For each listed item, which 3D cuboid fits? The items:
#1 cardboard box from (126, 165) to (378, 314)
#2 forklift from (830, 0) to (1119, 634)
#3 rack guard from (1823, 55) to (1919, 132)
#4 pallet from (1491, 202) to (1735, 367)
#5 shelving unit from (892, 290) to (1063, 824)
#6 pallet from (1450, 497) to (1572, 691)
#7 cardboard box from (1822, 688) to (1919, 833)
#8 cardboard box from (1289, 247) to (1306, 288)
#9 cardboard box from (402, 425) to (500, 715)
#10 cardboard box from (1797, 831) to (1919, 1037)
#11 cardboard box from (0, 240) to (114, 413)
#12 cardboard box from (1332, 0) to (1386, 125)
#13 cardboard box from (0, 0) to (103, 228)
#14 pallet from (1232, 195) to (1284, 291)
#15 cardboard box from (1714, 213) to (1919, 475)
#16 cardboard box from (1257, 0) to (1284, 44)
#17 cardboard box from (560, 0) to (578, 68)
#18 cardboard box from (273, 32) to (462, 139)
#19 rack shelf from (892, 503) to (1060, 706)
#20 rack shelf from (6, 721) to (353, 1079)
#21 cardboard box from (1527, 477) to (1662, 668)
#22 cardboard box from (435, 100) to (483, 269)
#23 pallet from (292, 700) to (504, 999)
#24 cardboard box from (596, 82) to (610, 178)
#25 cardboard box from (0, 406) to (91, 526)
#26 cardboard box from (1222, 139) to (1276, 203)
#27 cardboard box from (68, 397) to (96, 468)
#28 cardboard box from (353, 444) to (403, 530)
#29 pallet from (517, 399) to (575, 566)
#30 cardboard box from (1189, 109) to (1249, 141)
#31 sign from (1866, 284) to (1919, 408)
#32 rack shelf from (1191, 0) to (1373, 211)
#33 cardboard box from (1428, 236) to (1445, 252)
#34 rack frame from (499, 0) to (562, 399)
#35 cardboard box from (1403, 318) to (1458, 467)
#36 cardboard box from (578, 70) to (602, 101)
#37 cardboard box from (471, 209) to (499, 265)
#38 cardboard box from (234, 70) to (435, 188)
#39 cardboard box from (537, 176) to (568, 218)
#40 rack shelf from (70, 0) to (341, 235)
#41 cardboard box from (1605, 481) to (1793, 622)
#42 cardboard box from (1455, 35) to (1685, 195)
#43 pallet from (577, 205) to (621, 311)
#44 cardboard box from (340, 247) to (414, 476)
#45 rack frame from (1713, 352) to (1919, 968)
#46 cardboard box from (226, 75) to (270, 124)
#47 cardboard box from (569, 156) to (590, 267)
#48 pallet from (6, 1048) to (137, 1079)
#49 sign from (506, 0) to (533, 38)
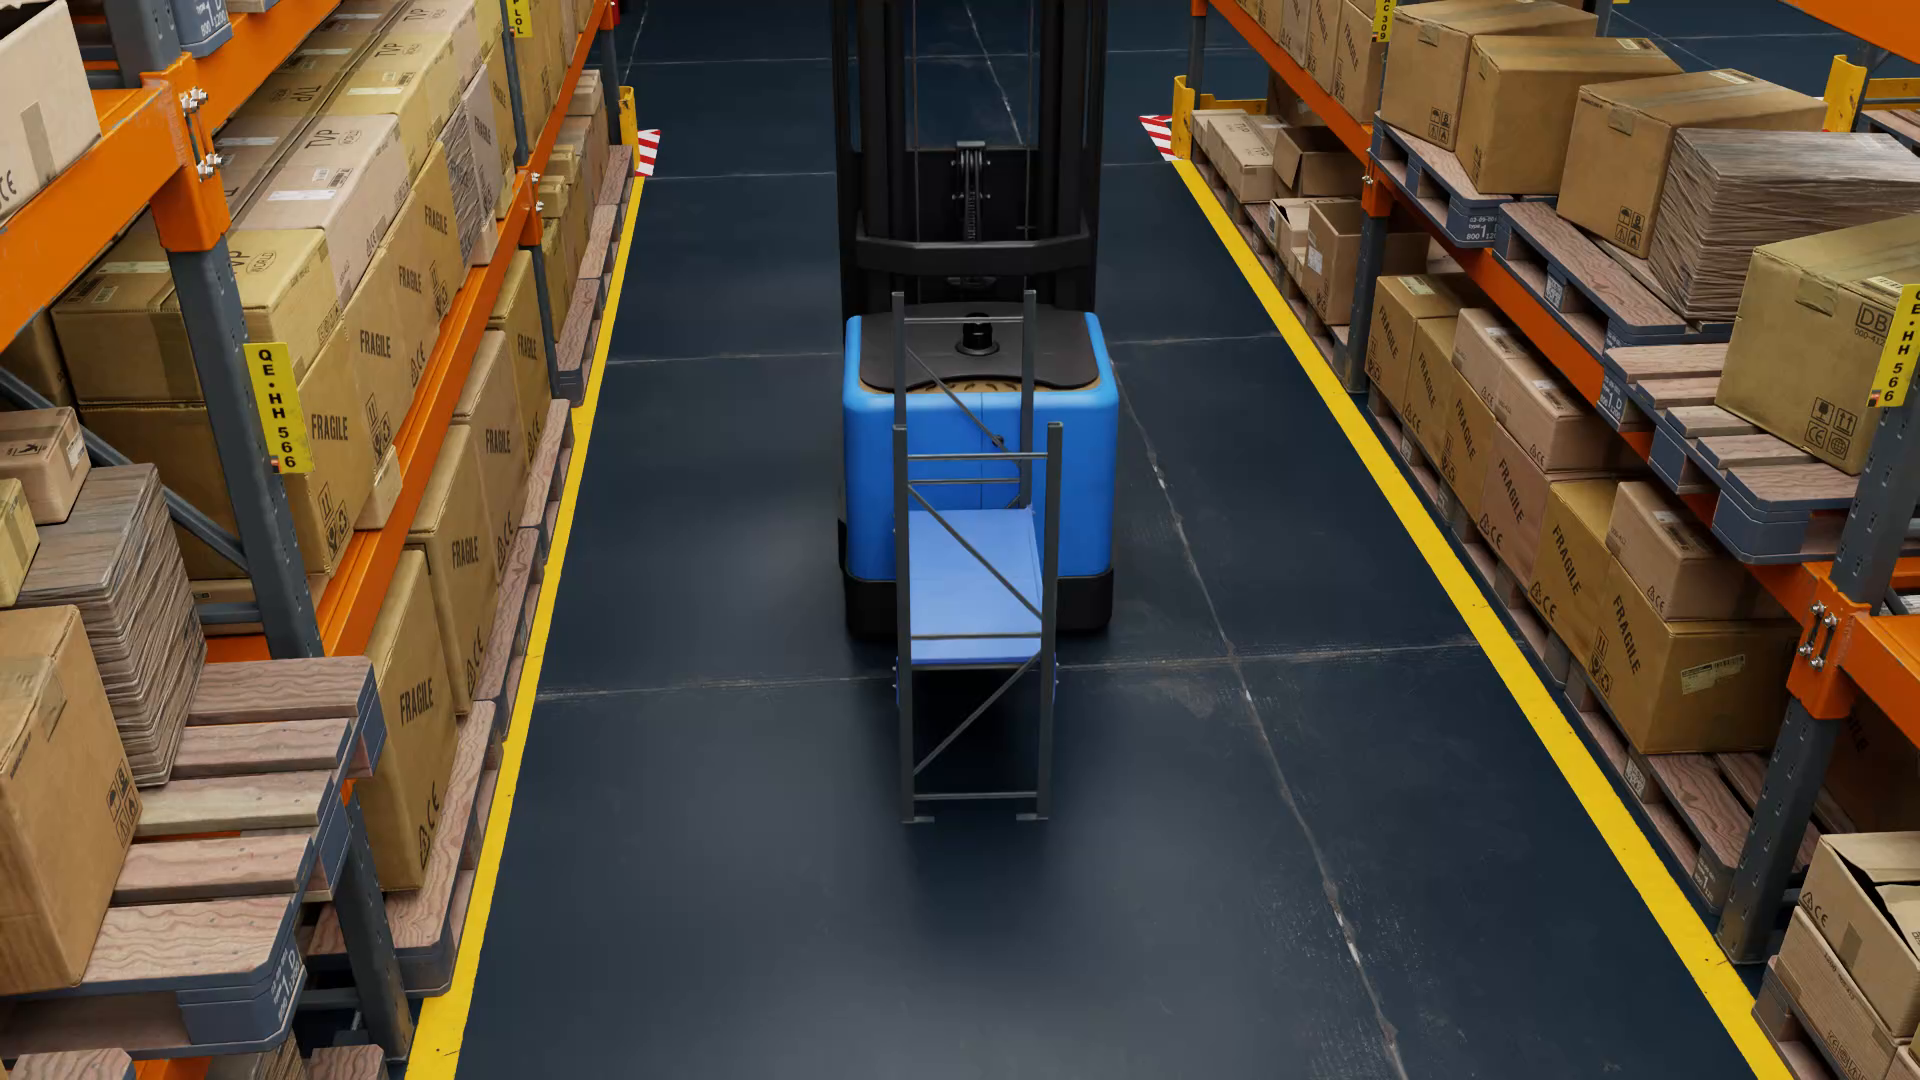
[{"bbox_3d":[-1.920,-0.821,4.561,0.500,0.250,0.500,-3,31,-5],"label":"cardboard box"},{"bbox_3d":[0.025,-1.614,7.094,1.130,2.935,3.031,-1,31,-2],"label":"forklift"},{"bbox_3d":[7.017,-3.299,12.286,1.175,0.500,0.348,-3,31,-5],"label":"rack guard"},{"bbox_3d":[2.662,-0.951,6.104,1.003,0.211,1.213,-3,31,-5],"label":"pallet"},{"bbox_3d":[0.033,0.047,5.709,0.538,1.500,1.048,-1,31,-2],"label":"shelving unit"},{"bbox_3d":[2.705,0.152,6.790,1.003,0.211,1.213,-3,31,-5],"label":"pallet"},{"bbox_3d":[3.090,0.597,5.333,0.500,0.500,0.500,-1,31,-2],"label":"cardboard box"},{"bbox_3d":[2.044,-1.514,9.210,0.380,0.149,0.250,-3,31,-5],"label":"cardboard box"},{"bbox_3d":[-2.097,0.112,5.825,0.750,0.750,0.750,-3,31,-5],"label":"cardboard box"},{"bbox_3d":[2.605,1.000,4.376,0.500,0.311,0.500,-2,31,-3],"label":"cardboard box"},{"bbox_3d":[-2.384,-0.522,4.060,0.500,0.250,0.500,-2,31,-3],"label":"cardboard box"},{"bbox_3d":[2.172,-2.369,8.193,0.500,0.500,0.500,-2,31,-4],"label":"cardboard box"},{"bbox_3d":[-1.748,-0.705,2.647,0.500,0.311,0.500,-3,31,-5],"label":"cardboard box"},{"bbox_3d":[2.294,-1.861,10.160,1.003,0.211,1.213,-3,31,-5],"label":"pallet"},{"bbox_3d":[2.677,-0.580,4.789,0.700,0.500,0.500,-13,33,-21],"label":"cardboard box"},{"bbox_3d":[2.022,-3.154,9.508,0.500,0.500,0.500,-2,31,-4],"label":"cardboard box"},{"bbox_3d":[-2.632,-2.994,9.045,0.980,0.700,0.700,-4,31,-7],"label":"cardboard box"},{"bbox_3d":[-2.073,-1.597,5.860,0.500,0.250,0.500,-2,31,-4],"label":"cardboard box"},{"bbox_3d":[0.033,0.201,5.801,0.538,0.185,1.000,-1,31,-2],"label":"rack shelf"},{"bbox_3d":[-1.897,1.528,2.468,1.077,0.370,4.000,-3,31,-5],"label":"rack shelf"},{"bbox_3d":[2.479,0.113,6.144,0.500,0.500,0.500,-4,31,-6],"label":"cardboard box"},{"bbox_3d":[-2.067,-1.283,6.065,0.500,0.500,0.500,-3,31,-4],"label":"cardboard box"},{"bbox_3d":[-2.082,0.989,5.388,1.003,0.211,1.213,-3,31,-5],"label":"pallet"},{"bbox_3d":[-2.666,-2.641,10.774,0.700,0.500,0.500,-3,31,-5],"label":"cardboard box"},{"bbox_3d":[-2.022,-0.137,3.395,0.380,0.149,0.250,-7,32,-11],"label":"cardboard box"},{"bbox_3d":[1.962,-2.332,10.481,0.500,0.250,0.500,-3,31,-5],"label":"cardboard box"},{"bbox_3d":[-2.390,-0.209,4.268,0.500,0.500,0.500,-3,31,-4],"label":"cardboard box"},{"bbox_3d":[-1.839,-0.150,4.802,0.380,0.149,0.250,-2,31,-3],"label":"cardboard box"},{"bbox_3d":[-2.310,-0.256,7.473,1.003,0.211,1.213,-3,31,-5],"label":"pallet"},{"bbox_3d":[1.798,-2.860,11.464,0.380,0.149,0.250,-3,31,-5],"label":"cardboard box"},{"bbox_3d":[2.309,-0.473,4.065,0.100,0.325,0.005,-3,31,-5],"label":"sign"},{"bbox_3d":[2.287,-2.795,9.706,1.077,0.370,4.000,-3,31,-5],"label":"rack shelf"},{"bbox_3d":[2.560,-1.721,9.541,0.380,0.166,0.250,-3,31,-5],"label":"cardboard box"},{"bbox_3d":[-2.457,-1.844,7.412,1.000,3.000,0.127,-3,31,-5],"label":"rack frame"},{"bbox_3d":[2.338,-0.668,7.452,0.500,0.500,0.500,-2,31,-4],"label":"cardboard box"},{"bbox_3d":[-2.473,-2.862,10.512,0.380,0.149,0.250,-3,31,-5],"label":"cardboard box"},{"bbox_3d":[-2.034,-1.191,6.545,0.380,0.149,0.250,-3,31,-5],"label":"cardboard box"},{"bbox_3d":[-2.025,-1.337,5.424,0.500,0.250,0.500,-3,31,-6],"label":"cardboard box"},{"bbox_3d":[-2.275,-1.800,8.733,0.380,0.149,0.250,-2,31,-3],"label":"cardboard box"},{"bbox_3d":[-2.270,-1.802,5.117,1.077,0.370,4.000,-3,31,-5],"label":"rack shelf"},{"bbox_3d":[2.517,0.027,5.557,0.500,0.250,0.500,-2,31,-3],"label":"cardboard box"},{"bbox_3d":[2.423,-1.706,6.673,0.700,0.500,0.500,2,31,3],"label":"cardboard box"},{"bbox_3d":[-2.568,-1.663,9.828,1.003,0.211,1.213,-3,31,-5],"label":"pallet"},{"bbox_3d":[-1.914,-0.509,4.770,0.500,0.500,0.500,-2,31,-3],"label":"cardboard box"},{"bbox_3d":[2.848,-0.041,4.393,1.000,3.000,0.127,-3,31,-5],"label":"rack frame"},{"bbox_3d":[-2.522,-1.308,5.377,0.500,0.250,0.500,-3,31,-6],"label":"cardboard box"},{"bbox_3d":[-2.515,-1.856,9.461,0.700,0.500,0.500,-2,31,-3],"label":"cardboard box"},{"bbox_3d":[-1.858,1.289,2.353,1.003,0.211,1.213,-3,31,-5],"label":"pallet"},{"bbox_3d":[-1.918,-2.338,7.187,0.100,0.325,0.005,-3,31,-5],"label":"sign"}]
